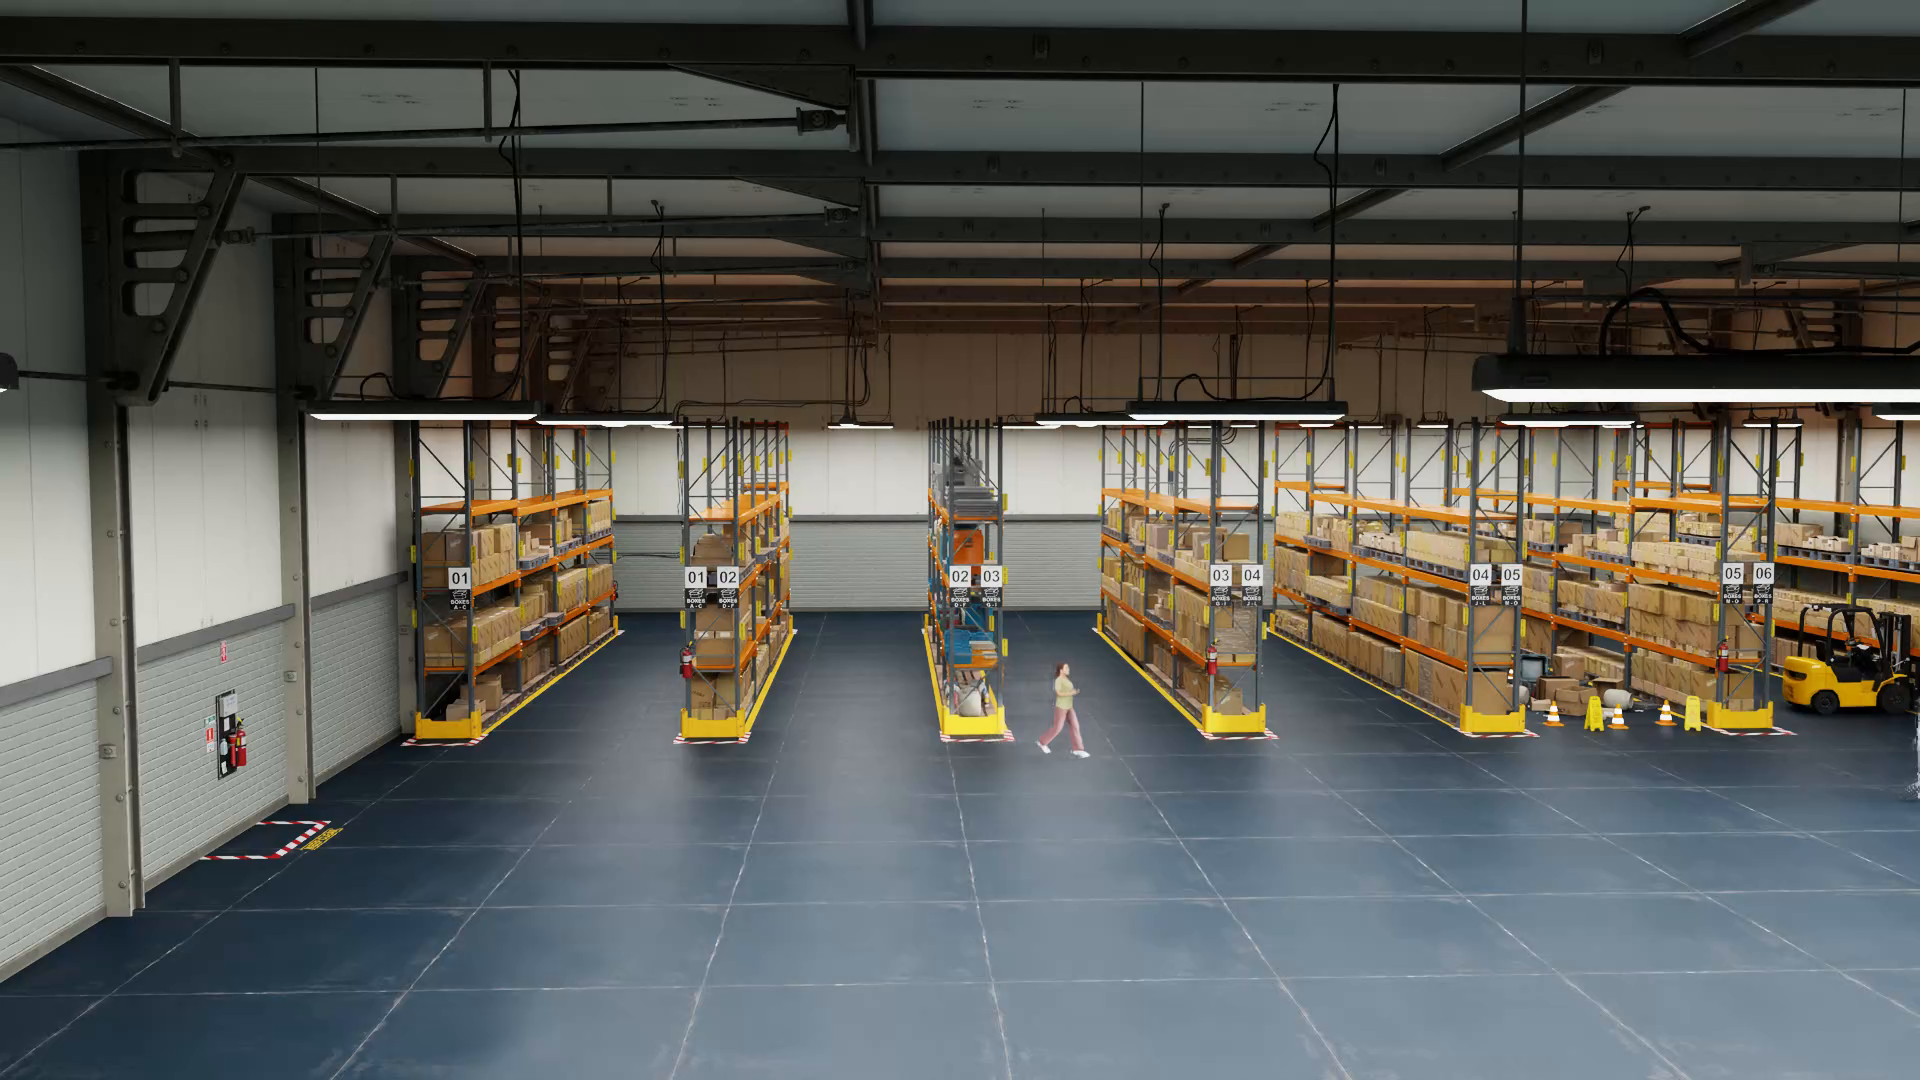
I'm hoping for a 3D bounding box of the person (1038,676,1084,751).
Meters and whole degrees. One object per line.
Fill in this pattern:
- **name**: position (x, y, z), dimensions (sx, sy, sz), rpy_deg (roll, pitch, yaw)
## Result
- **person**: position (1.773, 3.040, 29.187), dimensions (0.812, 1.322, 0.529), rpy_deg (2, 4, 27)
